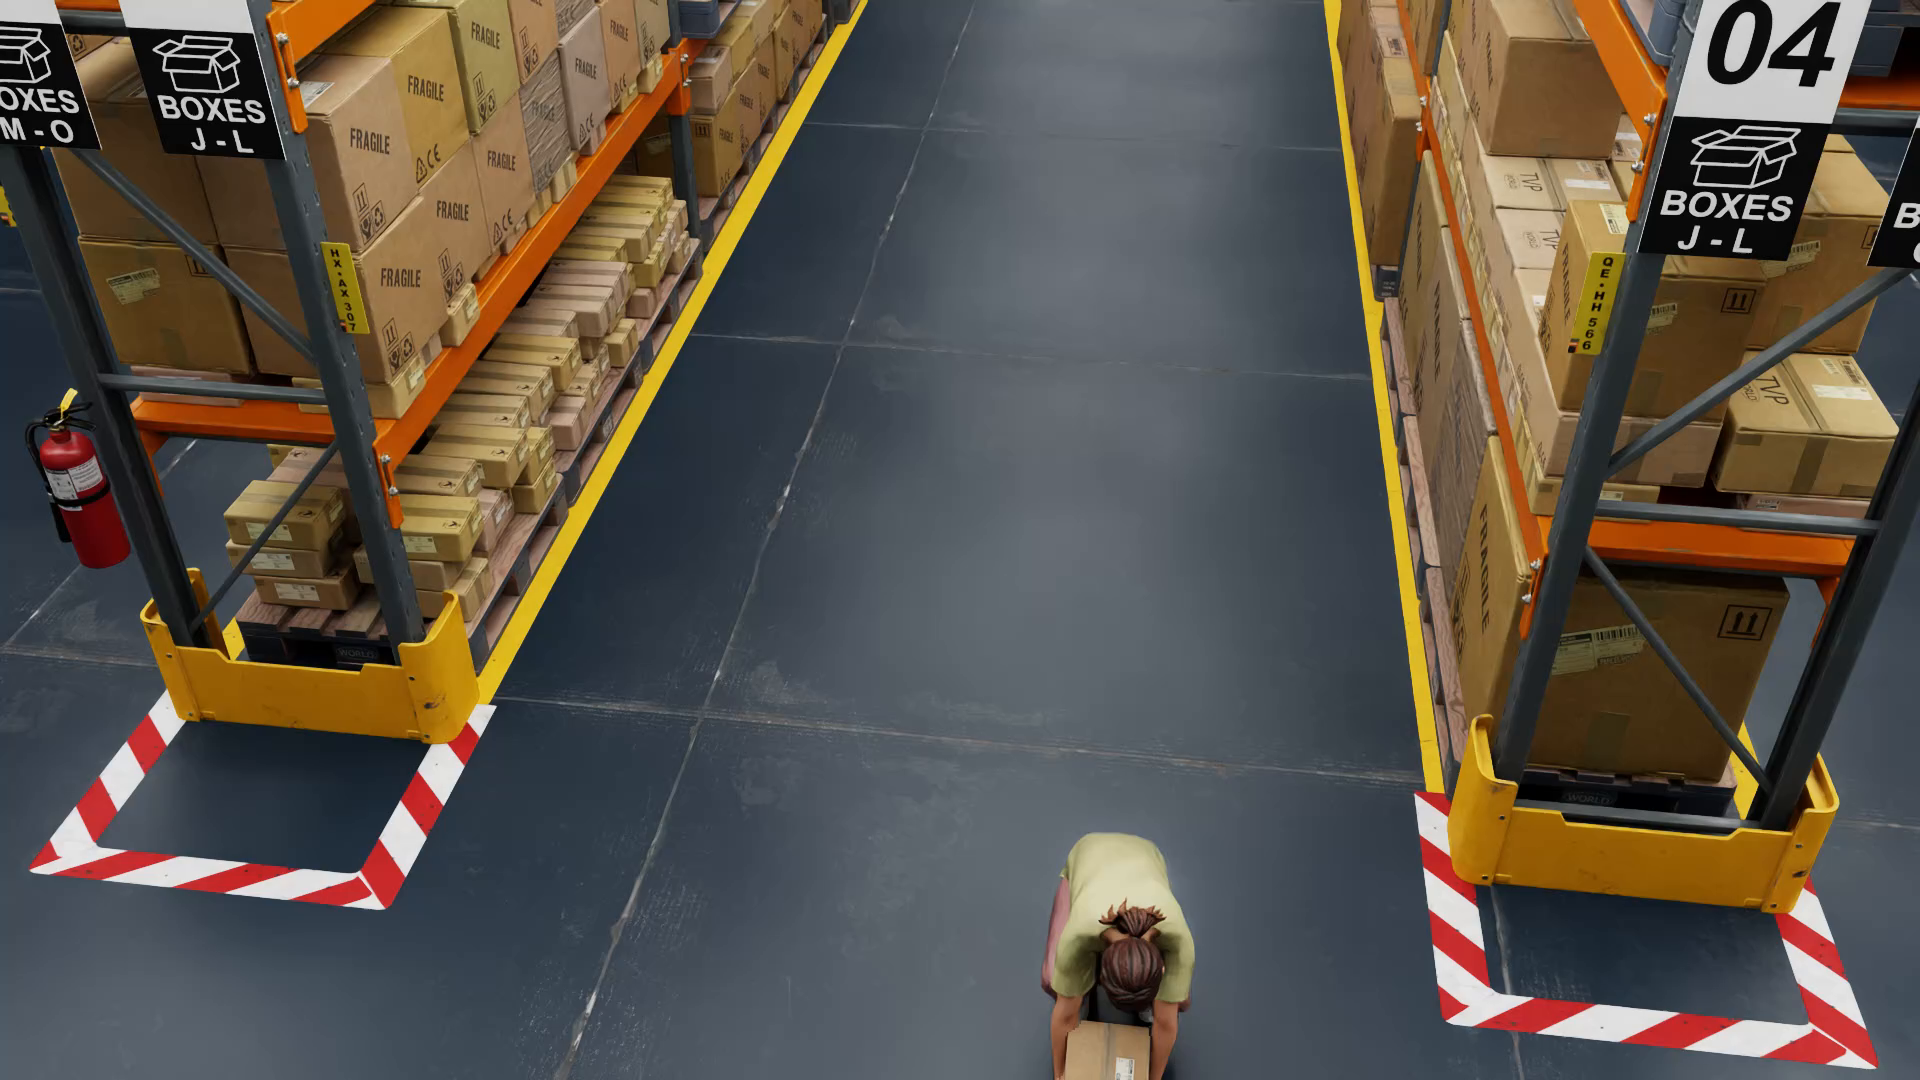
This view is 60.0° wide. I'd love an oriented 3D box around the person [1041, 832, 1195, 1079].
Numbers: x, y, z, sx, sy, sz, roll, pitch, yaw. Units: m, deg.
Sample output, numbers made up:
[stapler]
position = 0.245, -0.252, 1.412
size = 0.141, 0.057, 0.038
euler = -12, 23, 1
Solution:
[person]
position = 0.496, 1.292, 5.206
size = 0.468, 0.803, 0.825
euler = 4, 36, 6
